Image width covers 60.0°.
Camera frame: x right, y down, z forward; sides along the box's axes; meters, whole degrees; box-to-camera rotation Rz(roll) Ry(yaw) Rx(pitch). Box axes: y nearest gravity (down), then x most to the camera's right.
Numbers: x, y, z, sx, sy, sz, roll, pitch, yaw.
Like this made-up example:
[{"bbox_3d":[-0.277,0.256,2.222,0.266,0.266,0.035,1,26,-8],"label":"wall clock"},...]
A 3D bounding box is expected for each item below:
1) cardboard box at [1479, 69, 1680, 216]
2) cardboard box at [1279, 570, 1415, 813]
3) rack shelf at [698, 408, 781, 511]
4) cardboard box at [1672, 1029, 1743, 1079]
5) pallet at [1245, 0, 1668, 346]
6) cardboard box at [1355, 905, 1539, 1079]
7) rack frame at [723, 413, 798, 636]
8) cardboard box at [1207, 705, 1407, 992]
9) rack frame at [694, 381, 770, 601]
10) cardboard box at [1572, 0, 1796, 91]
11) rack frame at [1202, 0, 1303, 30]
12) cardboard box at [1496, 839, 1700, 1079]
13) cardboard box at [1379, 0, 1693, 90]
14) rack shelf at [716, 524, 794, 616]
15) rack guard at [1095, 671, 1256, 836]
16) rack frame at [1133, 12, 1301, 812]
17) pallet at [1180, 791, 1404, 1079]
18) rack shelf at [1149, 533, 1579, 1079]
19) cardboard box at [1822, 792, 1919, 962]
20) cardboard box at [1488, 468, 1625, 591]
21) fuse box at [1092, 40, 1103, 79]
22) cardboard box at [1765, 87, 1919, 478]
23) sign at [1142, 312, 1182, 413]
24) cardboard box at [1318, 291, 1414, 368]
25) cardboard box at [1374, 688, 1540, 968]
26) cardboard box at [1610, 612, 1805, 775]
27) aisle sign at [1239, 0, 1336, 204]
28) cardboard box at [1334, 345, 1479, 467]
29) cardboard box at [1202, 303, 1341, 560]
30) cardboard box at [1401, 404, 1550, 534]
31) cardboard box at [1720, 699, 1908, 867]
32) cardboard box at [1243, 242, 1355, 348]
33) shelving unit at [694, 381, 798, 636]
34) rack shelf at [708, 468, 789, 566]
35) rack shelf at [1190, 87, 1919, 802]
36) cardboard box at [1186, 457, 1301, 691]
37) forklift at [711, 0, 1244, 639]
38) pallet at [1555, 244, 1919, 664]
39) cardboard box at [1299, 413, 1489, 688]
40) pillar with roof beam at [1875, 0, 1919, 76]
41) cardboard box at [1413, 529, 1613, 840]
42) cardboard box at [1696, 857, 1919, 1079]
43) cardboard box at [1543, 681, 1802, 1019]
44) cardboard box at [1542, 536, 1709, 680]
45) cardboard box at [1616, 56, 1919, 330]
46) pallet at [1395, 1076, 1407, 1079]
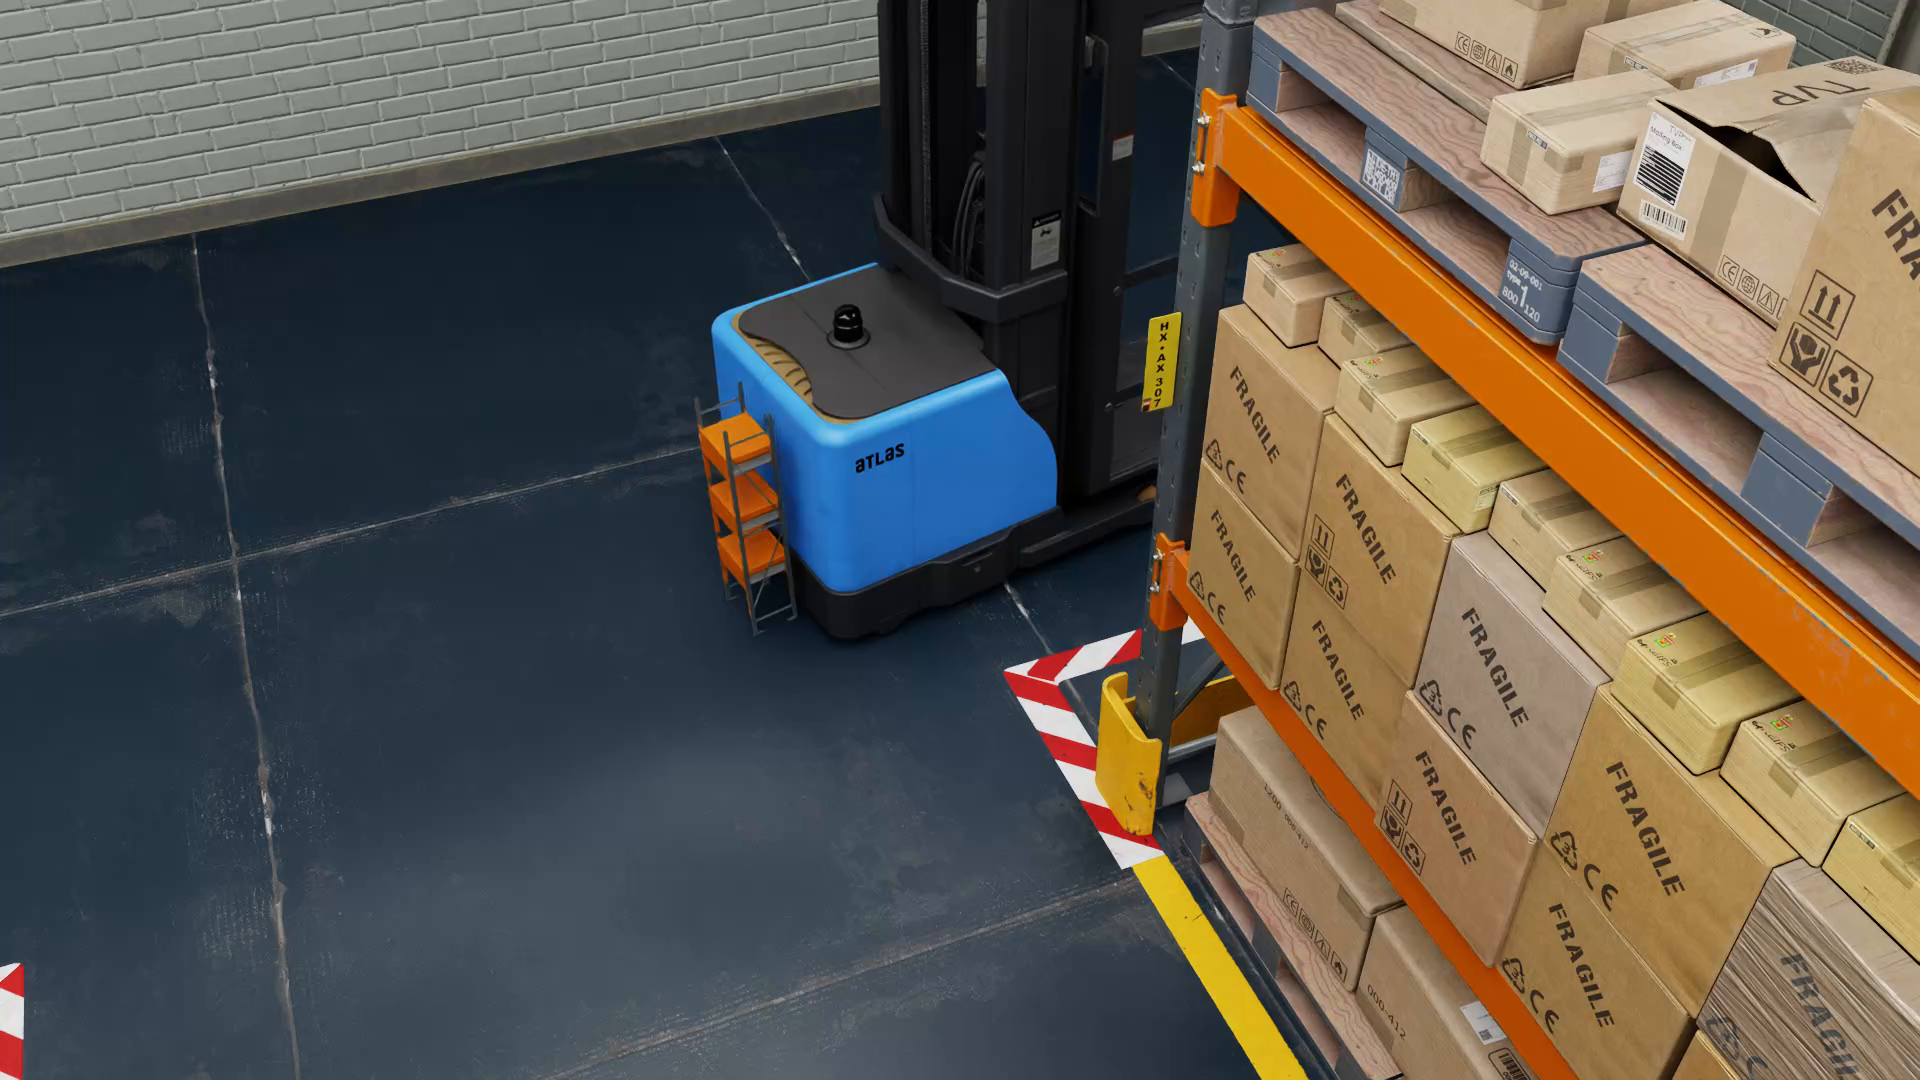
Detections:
[{"bbox_3d":[1.302,-0.815,3.391,0.380,0.149,0.250,-14,43,-15],"label":"cardboard box"},{"bbox_3d":[1.236,0.332,4.487,0.500,0.500,0.500,-16,43,-17],"label":"cardboard box"},{"bbox_3d":[-0.844,-0.311,6.383,0.215,0.259,0.240,-24,46,-23],"label":"rack shelf"},{"bbox_3d":[1.807,1.259,3.408,0.500,0.500,0.500,-16,43,-17],"label":"cardboard box"},{"bbox_3d":[1.392,-0.948,3.819,1.003,0.211,1.213,-15,43,-17],"label":"pallet"},{"bbox_3d":[1.801,1.445,4.912,0.875,0.438,0.875,-14,43,-16],"label":"cardboard box"},{"bbox_3d":[-0.771,-0.040,6.486,0.200,1.050,0.008,-24,46,-23],"label":"rack frame"},{"bbox_3d":[1.443,0.896,5.550,0.875,0.438,0.875,-17,43,-18],"label":"cardboard box"},{"bbox_3d":[-0.902,-0.174,6.642,0.200,1.050,0.008,-24,46,-23],"label":"rack frame"},{"bbox_3d":[1.588,-1.047,3.660,0.380,0.149,0.250,-18,44,-20],"label":"cardboard box"},{"bbox_3d":[1.098,-2.563,3.329,1.000,3.000,0.127,-15,43,-17],"label":"rack frame"},{"bbox_3d":[1.621,0.940,3.779,0.500,0.500,0.500,-14,43,-15],"label":"cardboard box"},{"bbox_3d":[1.354,-1.318,3.897,0.500,0.250,0.500,-19,44,-21],"label":"cardboard box"},{"bbox_3d":[-0.829,0.108,6.756,0.215,0.259,0.240,-24,46,-23],"label":"rack shelf"},{"bbox_3d":[1.089,0.645,6.117,1.175,0.500,0.348,-15,43,-17],"label":"rack guard"},{"bbox_3d":[1.098,-0.289,5.285,1.000,3.000,0.127,-15,43,-17],"label":"rack frame"},{"bbox_3d":[1.477,1.231,5.657,1.003,0.211,1.213,-15,43,-17],"label":"pallet"},{"bbox_3d":[1.864,1.189,4.119,1.077,0.370,4.000,-15,43,-17],"label":"rack shelf"},{"bbox_3d":[1.786,0.566,2.950,0.380,0.149,0.250,-16,43,-18],"label":"cardboard box"},{"bbox_3d":[1.405,-0.044,3.660,0.380,0.149,0.250,-15,43,-16],"label":"cardboard box"},{"bbox_3d":[0.916,-3.627,10.156,0.539,1.711,0.414,-15,43,-17],"label":"fuse box"},{"bbox_3d":[1.731,-0.409,2.649,0.500,0.500,0.500,-14,43,-16],"label":"cardboard box"},{"bbox_3d":[0.583,-0.512,4.820,0.100,0.325,0.005,-15,43,-17],"label":"sign"},{"bbox_3d":[1.144,-0.529,4.223,0.380,0.149,0.250,-14,43,-16],"label":"cardboard box"},{"bbox_3d":[1.414,0.643,4.125,0.500,0.500,0.500,-15,43,-17],"label":"cardboard box"},{"bbox_3d":[1.533,0.276,3.288,0.380,0.149,0.250,-16,43,-18],"label":"cardboard box"},{"bbox_3d":[0.803,-1.245,4.404,0.394,0.787,0.004,-15,43,-17],"label":"aisle sign"},{"bbox_3d":[1.138,-0.344,4.008,0.380,0.149,0.250,-14,43,-16],"label":"cardboard box"},{"bbox_3d":[1.019,-0.346,4.508,0.500,0.500,0.500,-16,43,-18],"label":"cardboard box"},{"bbox_3d":[1.255,-0.190,3.829,0.380,0.149,0.250,-16,43,-18],"label":"cardboard box"},{"bbox_3d":[1.678,0.422,3.118,0.380,0.149,0.250,-15,43,-17],"label":"cardboard box"},{"bbox_3d":[0.978,-0.669,4.386,0.380,0.149,0.250,-14,43,-16],"label":"cardboard box"},{"bbox_3d":[-0.837,-0.107,6.564,0.215,1.050,0.252,-24,46,-23],"label":"shelving unit"},{"bbox_3d":[-0.837,-0.099,6.571,0.215,0.259,0.240,-24,46,-23],"label":"rack shelf"},{"bbox_3d":[1.864,0.051,3.141,1.077,0.370,4.000,-15,43,-17],"label":"rack shelf"},{"bbox_3d":[1.017,0.034,4.833,0.500,0.500,0.500,-15,43,-17],"label":"cardboard box"},{"bbox_3d":[0.504,-1.455,6.694,3.031,2.935,1.130,-23,46,-24],"label":"forklift"},{"bbox_3d":[1.862,-0.212,2.964,1.003,0.211,1.213,-15,43,-17],"label":"pallet"},{"bbox_3d":[1.223,-0.036,4.148,0.500,0.500,0.500,-16,43,-18],"label":"cardboard box"},{"bbox_3d":[1.507,-4.579,5.673,9.100,9.000,0.400,-15,43,-17],"label":"pillar with roof beam"},{"bbox_3d":[1.427,0.272,3.790,0.500,0.500,0.500,-15,43,-17],"label":"cardboard box"},{"bbox_3d":[1.803,0.876,3.087,0.500,0.500,0.500,-15,43,-16],"label":"cardboard box"},{"bbox_3d":[1.619,0.572,3.440,0.500,0.500,0.500,-15,43,-17],"label":"cardboard box"},{"bbox_3d":[1.461,0.116,3.473,0.380,0.149,0.250,-15,43,-16],"label":"cardboard box"},{"bbox_3d":[1.625,-0.675,3.104,0.500,0.311,0.500,-14,43,-16],"label":"cardboard box"},{"bbox_3d":[1.939,1.964,4.804,1.003,0.211,1.213,-15,43,-17],"label":"pallet"}]
